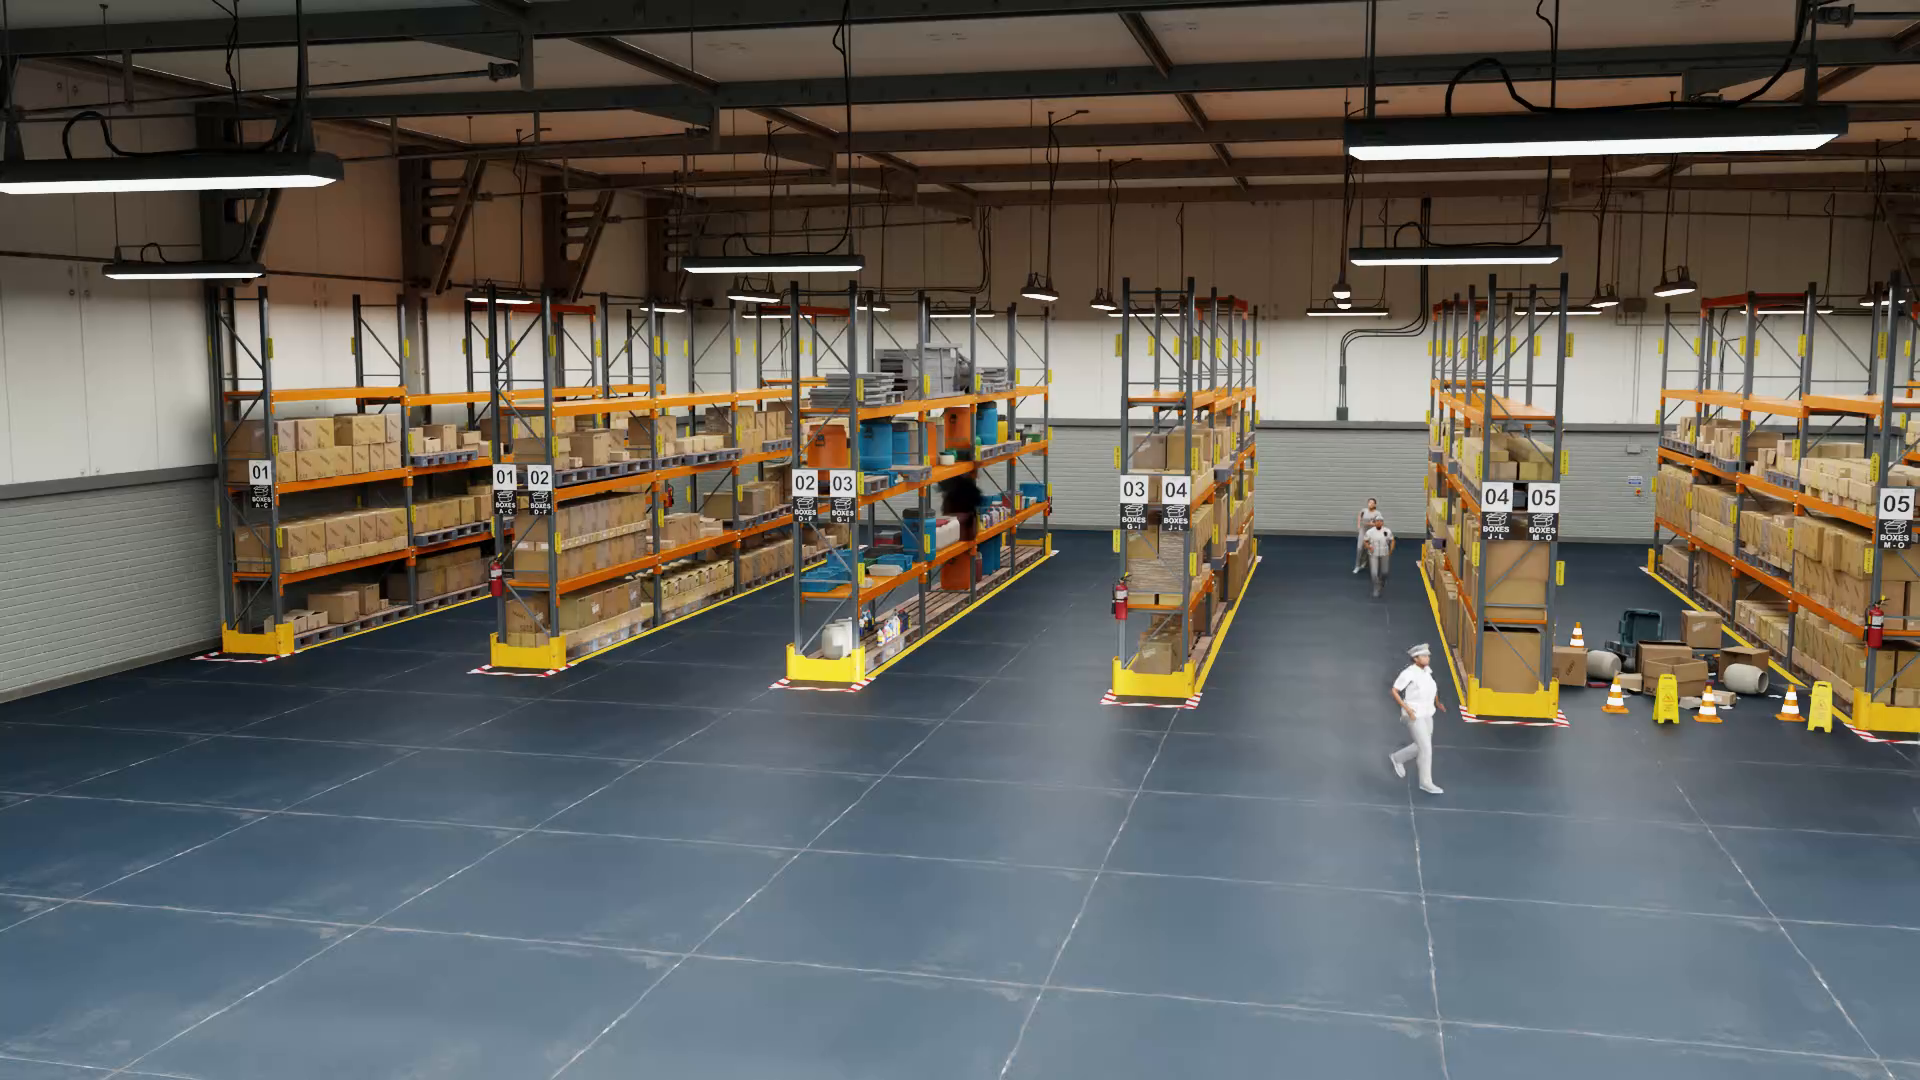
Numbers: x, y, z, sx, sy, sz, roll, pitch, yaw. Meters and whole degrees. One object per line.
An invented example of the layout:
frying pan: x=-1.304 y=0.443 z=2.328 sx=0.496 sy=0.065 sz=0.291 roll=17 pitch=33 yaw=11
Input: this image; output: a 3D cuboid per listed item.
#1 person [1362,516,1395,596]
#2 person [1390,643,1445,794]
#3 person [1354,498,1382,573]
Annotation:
person: x=8.526 y=0.320 z=33.861 sx=0.656 sy=1.629 sz=0.541 roll=1 pitch=7 yaw=9
person: x=5.185 y=1.998 z=18.945 sx=0.597 sy=1.679 sz=0.782 roll=-5 pitch=8 yaw=-37
person: x=9.230 y=-0.108 z=37.459 sx=0.571 sy=1.700 sz=0.845 roll=3 pitch=7 yaw=22
